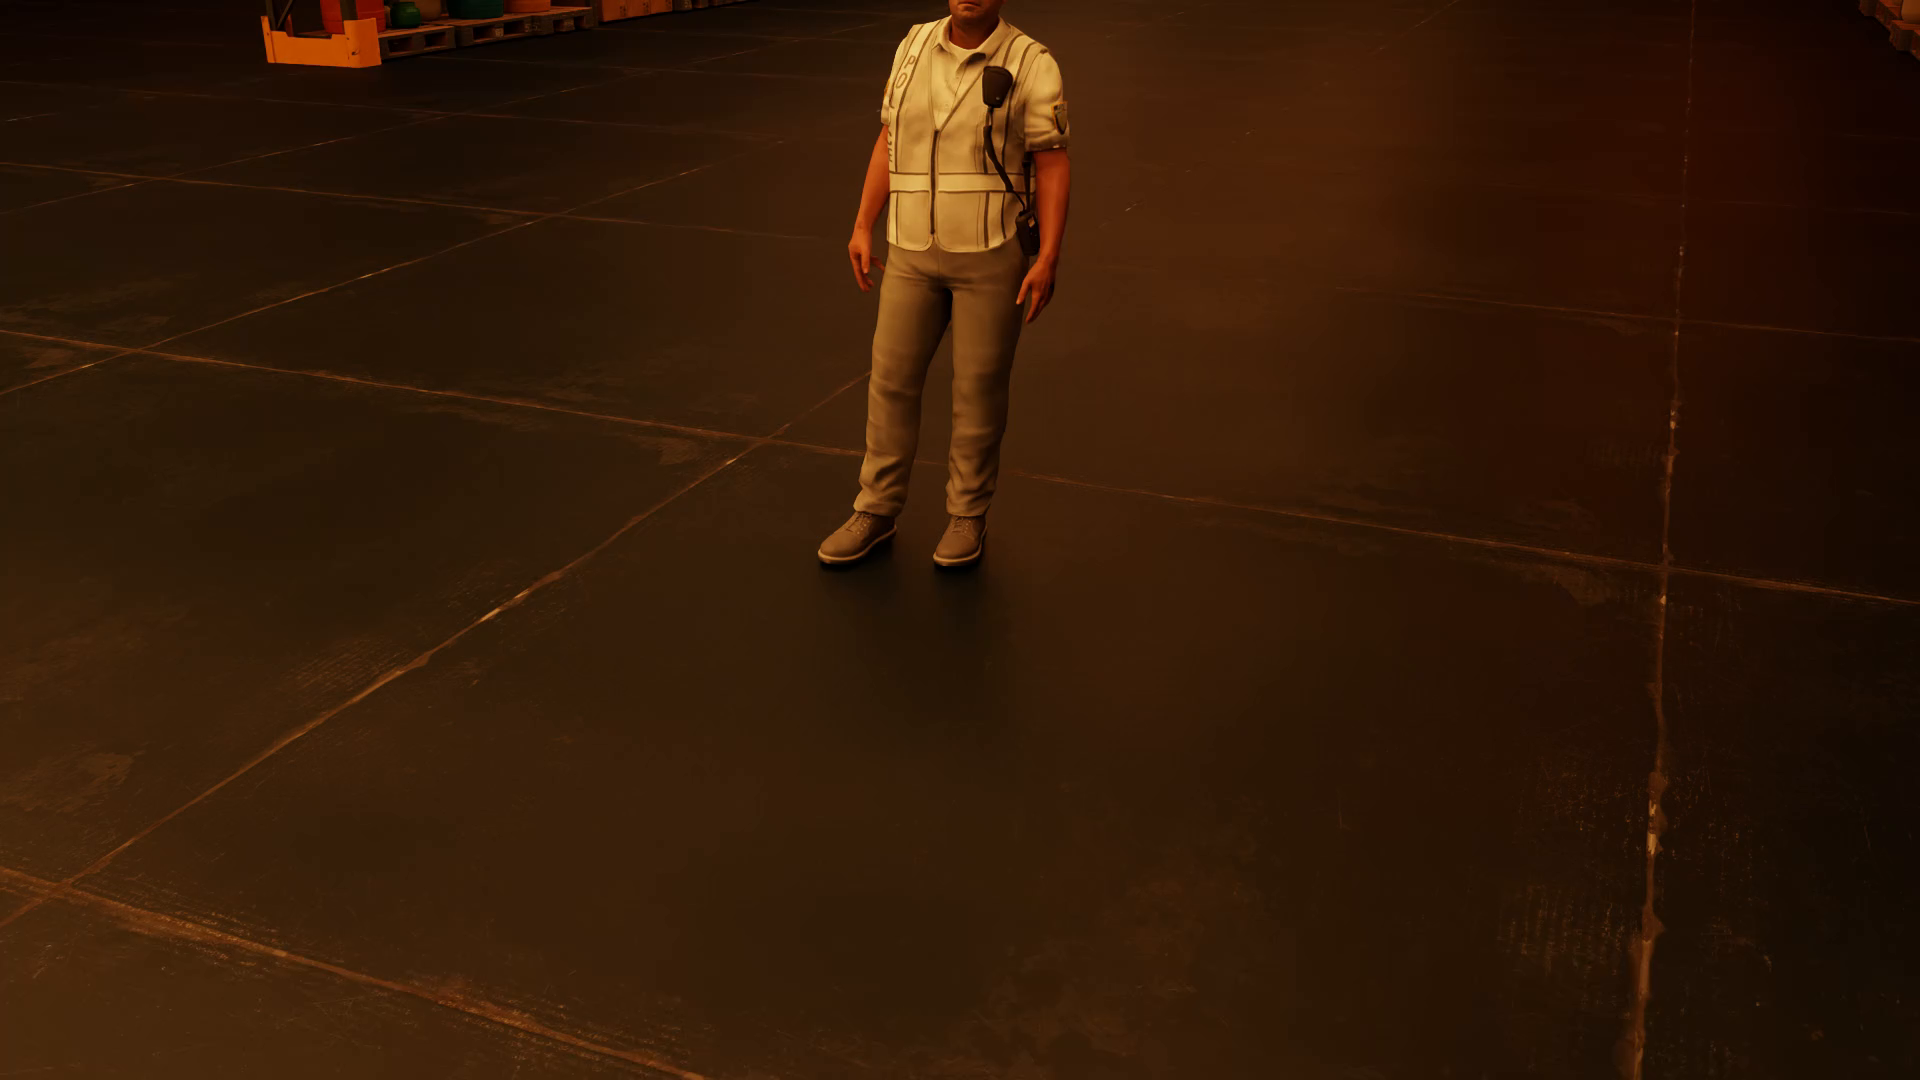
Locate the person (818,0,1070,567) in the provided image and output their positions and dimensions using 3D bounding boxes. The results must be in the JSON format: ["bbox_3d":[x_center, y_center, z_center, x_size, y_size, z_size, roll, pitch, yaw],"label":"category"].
[{"bbox_3d":[-0.040,-0.803,4.684,0.641,1.780,0.574,9,24,21],"label":"person"}]
